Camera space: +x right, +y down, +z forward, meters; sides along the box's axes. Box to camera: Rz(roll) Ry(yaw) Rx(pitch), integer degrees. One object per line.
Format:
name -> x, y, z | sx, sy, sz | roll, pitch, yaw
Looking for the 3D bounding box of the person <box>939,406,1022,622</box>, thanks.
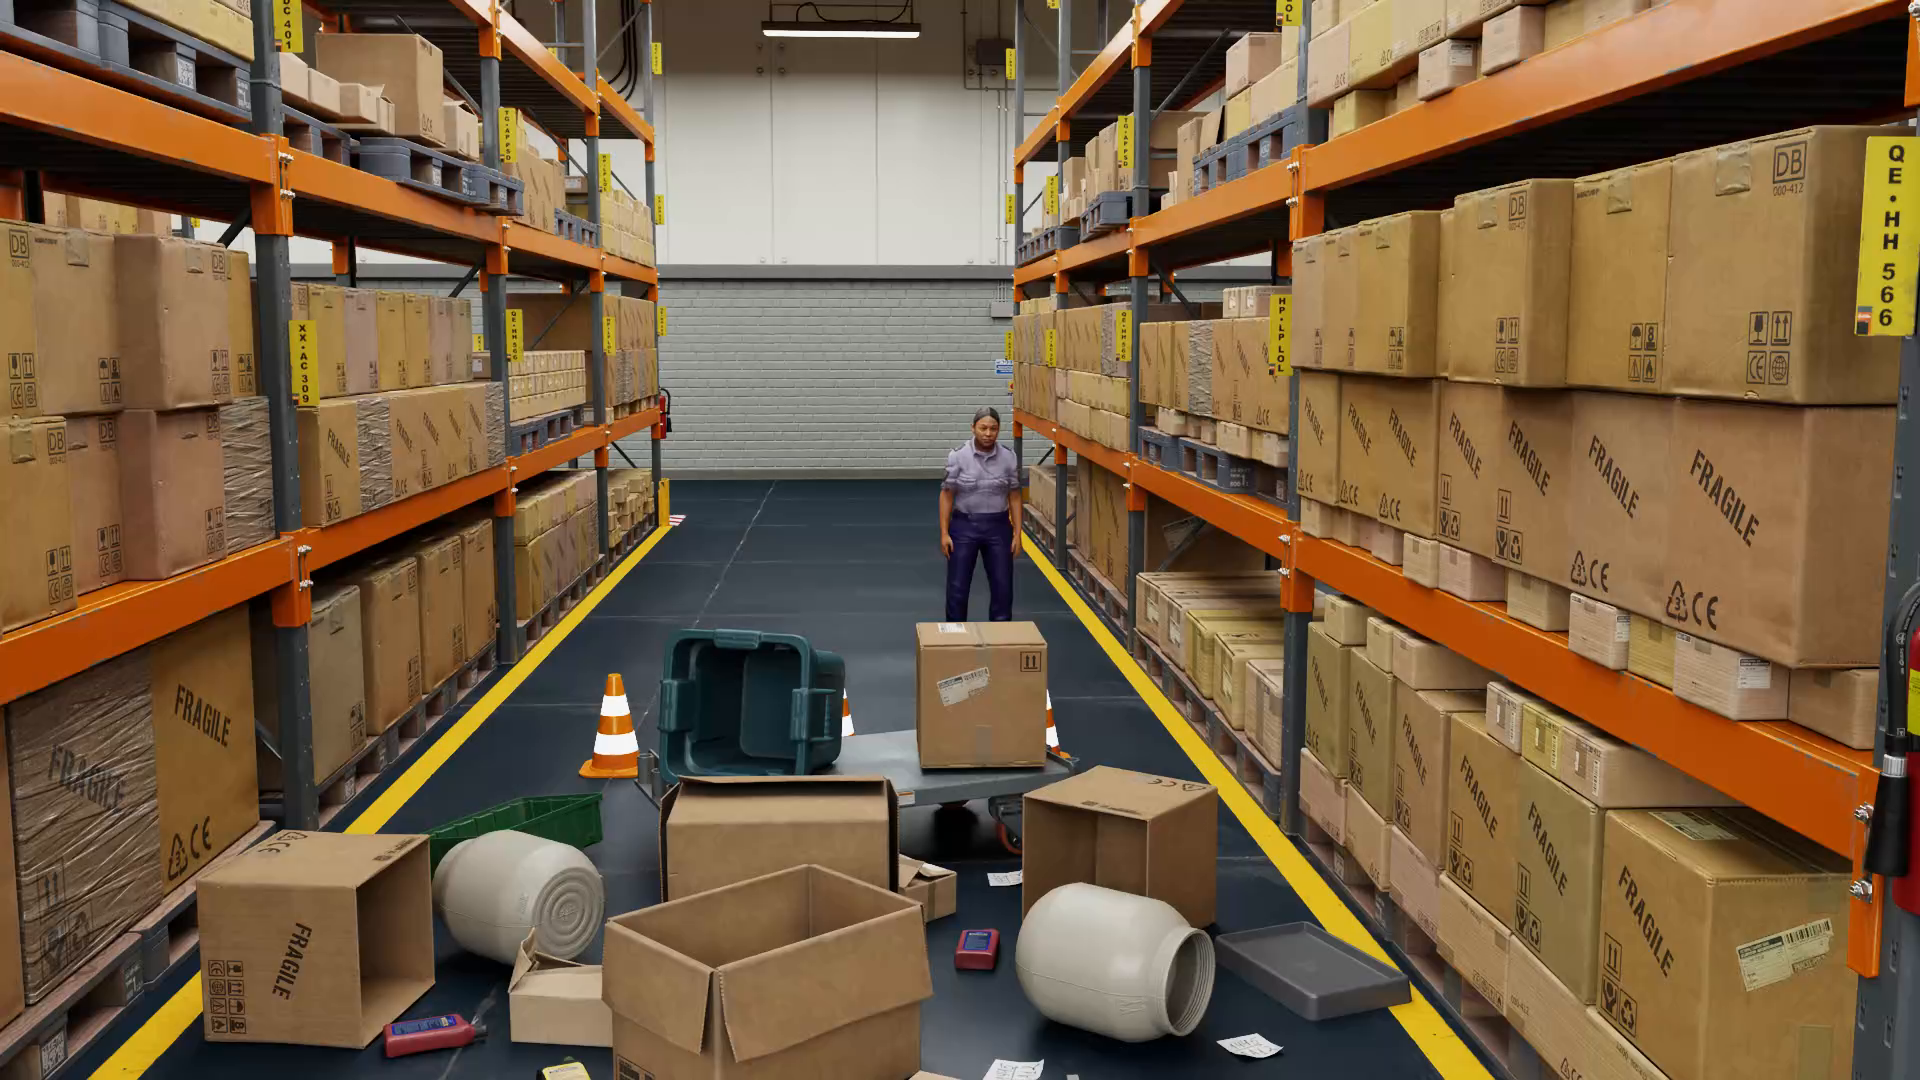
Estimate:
person -> 0.123, -0.007, 10.346 | 0.542, 1.651, 0.369 | -1, 7, -8
